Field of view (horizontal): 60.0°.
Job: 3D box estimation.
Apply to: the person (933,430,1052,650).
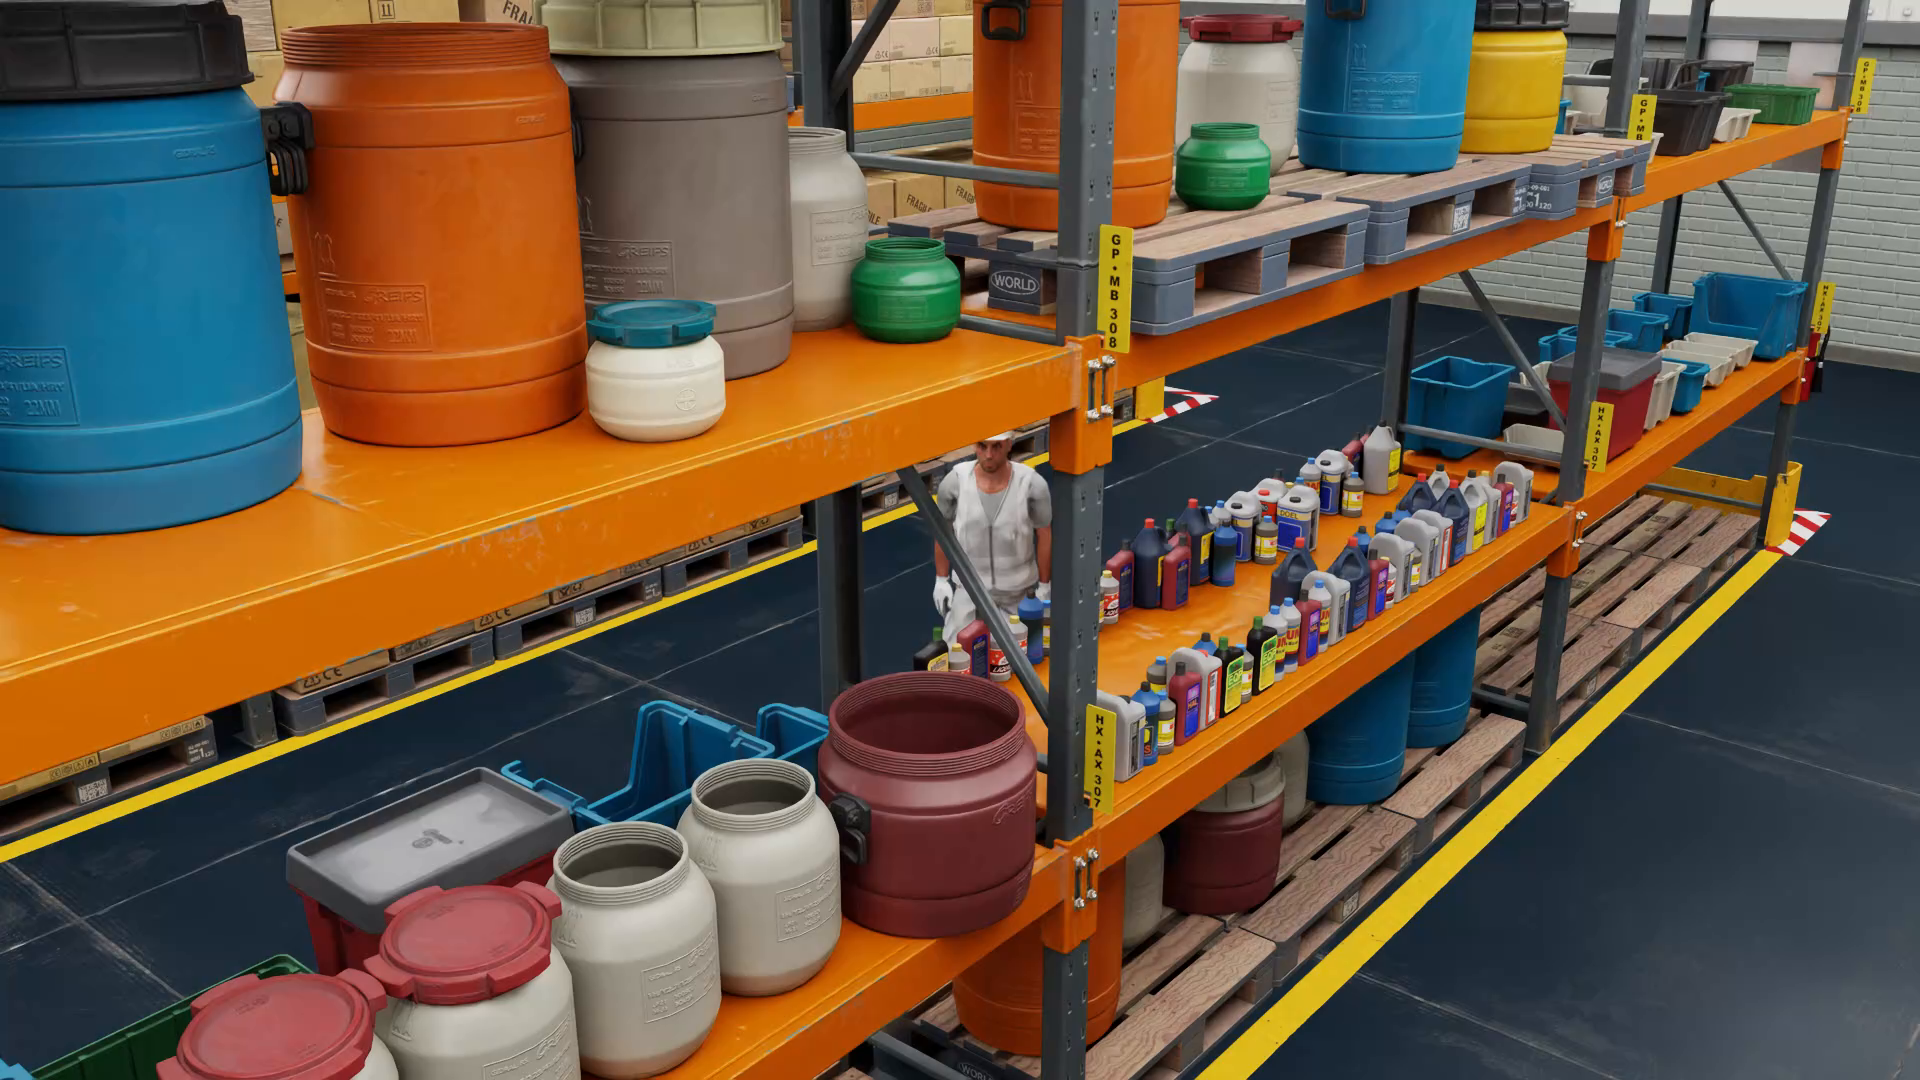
[{"bbox_3d":[0.162,0.218,7.900,0.580,1.779,0.479,0,20,0],"label":"person"}]
